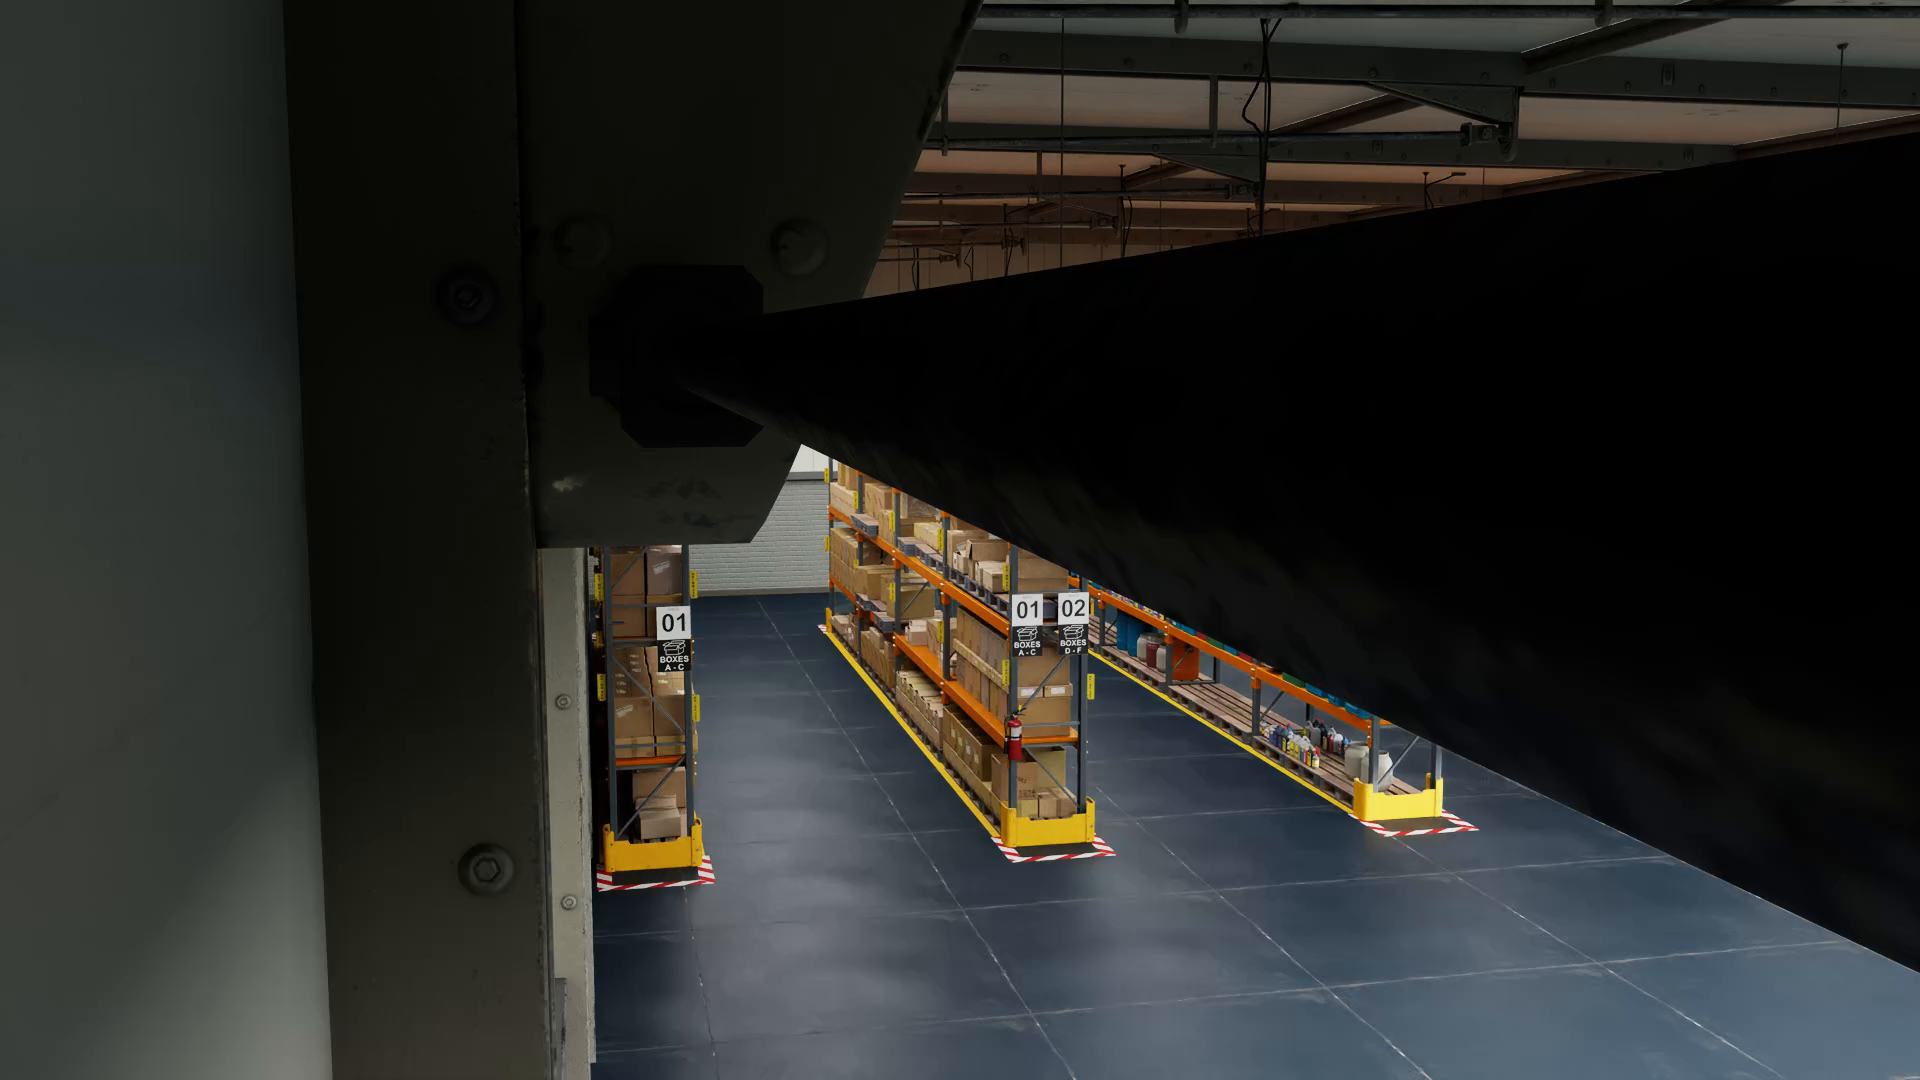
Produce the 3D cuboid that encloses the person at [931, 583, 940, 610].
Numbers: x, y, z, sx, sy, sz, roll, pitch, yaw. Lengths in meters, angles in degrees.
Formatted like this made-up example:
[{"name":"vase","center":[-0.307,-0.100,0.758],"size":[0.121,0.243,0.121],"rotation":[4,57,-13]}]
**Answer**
[{"name":"person","center":[-0.637,1.115,36.651],"size":[0.658,1.751,0.947],"rotation":[-4,8,-32]}]
